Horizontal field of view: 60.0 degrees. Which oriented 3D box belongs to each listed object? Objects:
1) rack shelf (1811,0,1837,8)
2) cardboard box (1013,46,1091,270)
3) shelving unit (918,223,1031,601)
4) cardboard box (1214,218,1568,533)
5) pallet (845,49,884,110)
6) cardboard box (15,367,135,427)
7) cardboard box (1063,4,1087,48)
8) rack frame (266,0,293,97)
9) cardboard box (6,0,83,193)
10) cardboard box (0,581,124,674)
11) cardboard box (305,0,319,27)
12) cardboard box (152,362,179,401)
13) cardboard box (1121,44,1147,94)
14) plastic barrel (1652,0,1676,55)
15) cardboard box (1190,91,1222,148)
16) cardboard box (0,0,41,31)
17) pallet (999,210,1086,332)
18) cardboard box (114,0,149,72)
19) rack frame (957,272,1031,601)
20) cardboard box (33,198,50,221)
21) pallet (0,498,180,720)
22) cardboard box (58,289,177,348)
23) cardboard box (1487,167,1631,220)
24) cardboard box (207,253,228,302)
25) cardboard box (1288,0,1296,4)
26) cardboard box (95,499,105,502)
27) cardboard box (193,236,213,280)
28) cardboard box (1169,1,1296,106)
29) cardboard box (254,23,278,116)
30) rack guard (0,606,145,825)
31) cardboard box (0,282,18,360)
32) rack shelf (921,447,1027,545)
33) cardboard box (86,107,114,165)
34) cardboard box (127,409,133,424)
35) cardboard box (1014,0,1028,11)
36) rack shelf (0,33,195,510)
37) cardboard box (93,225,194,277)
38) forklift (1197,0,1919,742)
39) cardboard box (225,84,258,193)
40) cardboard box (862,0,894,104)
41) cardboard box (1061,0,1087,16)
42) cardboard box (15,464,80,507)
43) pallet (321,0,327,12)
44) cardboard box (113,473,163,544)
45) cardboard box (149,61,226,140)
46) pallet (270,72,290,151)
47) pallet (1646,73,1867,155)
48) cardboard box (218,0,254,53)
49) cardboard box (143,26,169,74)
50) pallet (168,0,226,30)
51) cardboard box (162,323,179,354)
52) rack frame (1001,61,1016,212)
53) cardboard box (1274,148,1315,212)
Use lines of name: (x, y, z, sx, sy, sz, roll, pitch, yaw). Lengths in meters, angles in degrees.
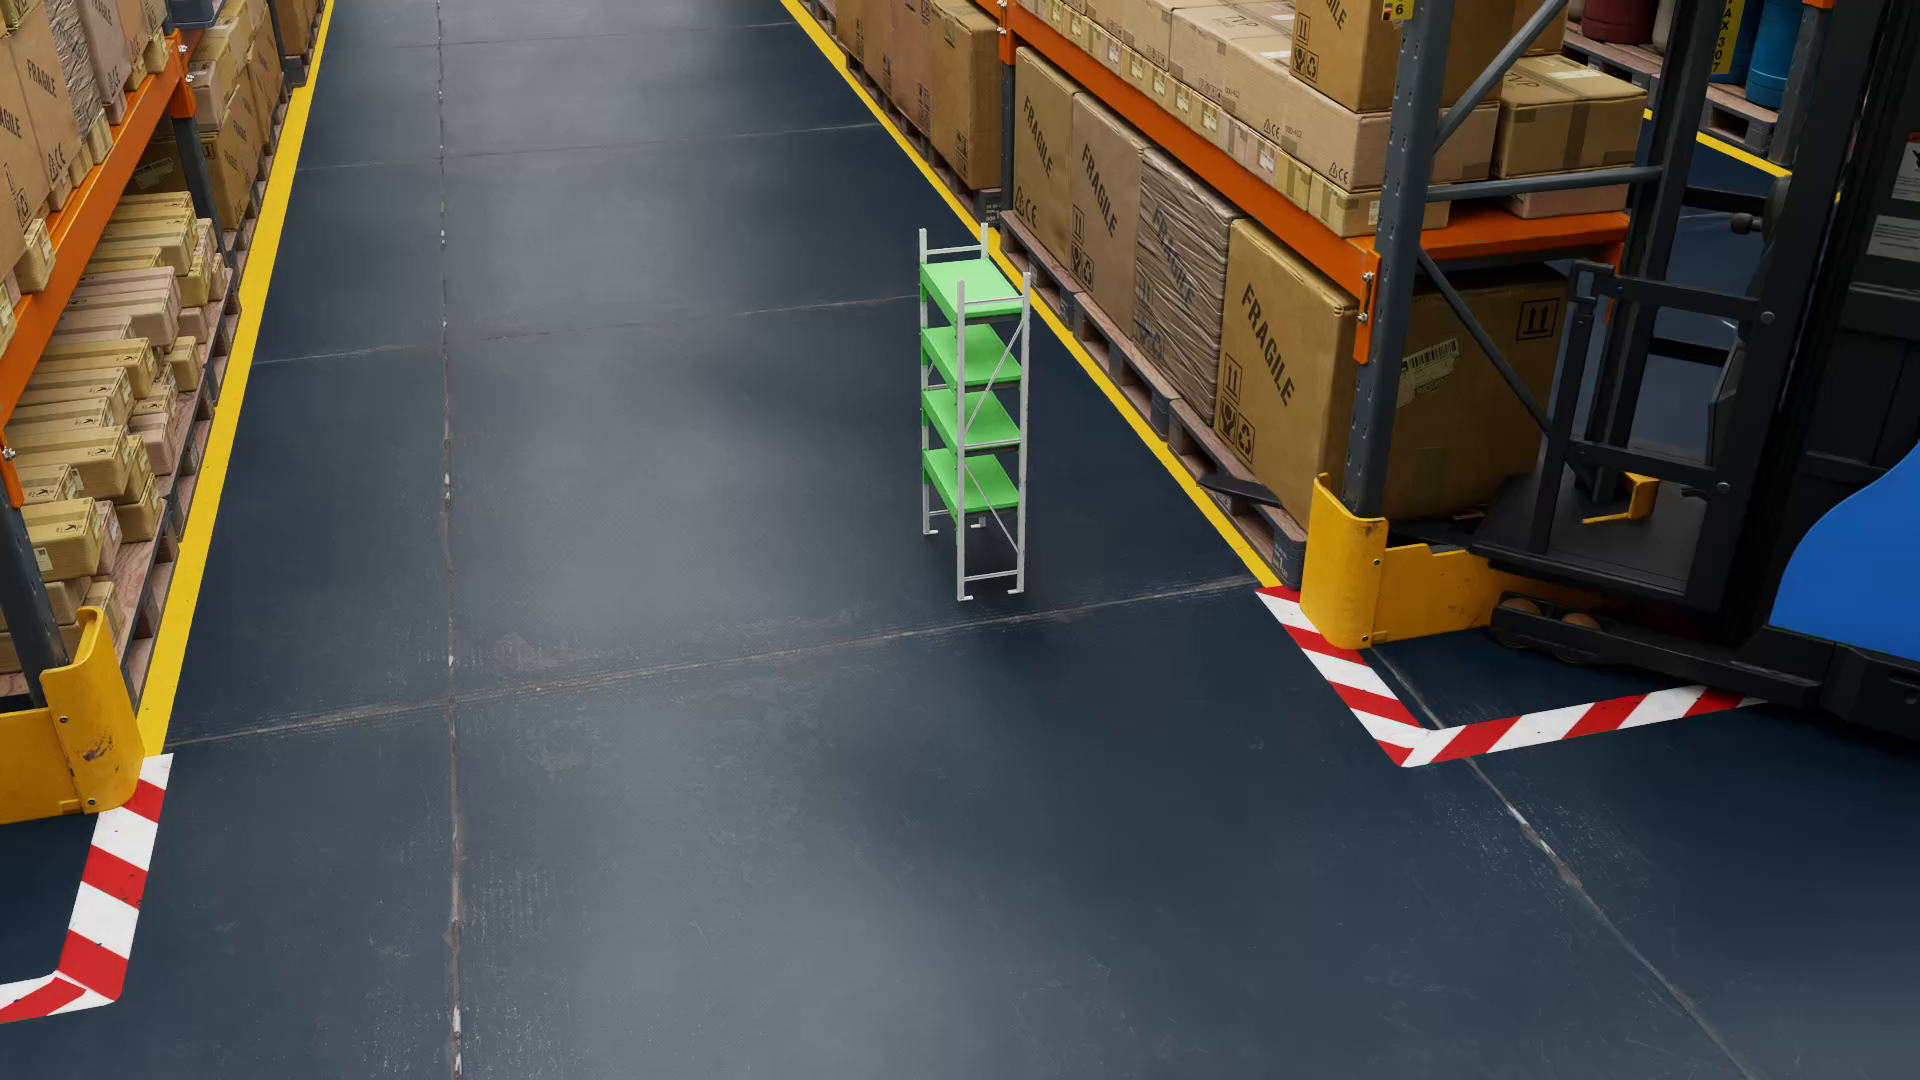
rack shelf: (6.025, -2.405, 8.128, 1.077, 0.370, 4.000, -8, 31, -13)
cardboard box: (0.817, -1.956, 8.337, 0.875, 0.875, 0.875, -8, 31, -13)
shelving unit: (0.044, -0.439, 5.811, 0.258, 1.200, 0.503, -8, 31, -13)
cardboard box: (1.534, -0.652, 6.084, 0.875, 0.875, 0.875, -8, 31, -13)
pallet: (-0.206, -3.358, 11.840, 1.003, 0.211, 1.213, -8, 31, -13)
cardboard box: (-3.182, -0.484, 5.925, 0.380, 0.149, 0.250, -7, 31, -11)
cardboard box: (0.688, -2.347, 7.561, 0.380, 0.149, 0.250, -9, 31, -15)
rack frame: (-5.152, -4.345, 10.762, 1.000, 3.000, 0.127, -8, 31, -13)
cardboard box: (-3.166, -1.400, 5.277, 0.500, 0.500, 0.500, -7, 31, -13)
cardboard box: (-2.859, 0.276, 5.206, 0.380, 0.149, 0.250, -7, 31, -12)
cardboard box: (-5.462, -4.281, 12.478, 1.050, 0.750, 0.750, -7, 31, -13)
cardboard box: (-3.378, -0.582, 6.687, 0.380, 0.149, 0.250, -7, 31, -12)
cardboard box: (0.892, -1.975, 6.918, 0.380, 0.149, 0.250, -9, 31, -15)
plastic barrel: (5.115, -3.679, 11.675, 0.421, 0.512, 0.421, 0, 30, 0)
cardboard box: (1.096, -1.604, 6.278, 0.380, 0.149, 0.250, -9, 31, -14)
cardboard box: (-3.148, -1.835, 5.031, 0.500, 0.500, 0.500, -9, 31, -14)
pallet: (0.845, -1.439, 8.525, 1.003, 0.211, 1.213, -8, 31, -13)
cardboard box: (-3.553, -2.138, 6.552, 0.500, 0.500, 0.500, -9, 31, -15)
rack frame: (0.109, -0.321, 5.608, 0.240, 1.200, 0.015, -8, 31, -13)
cardboard box: (-3.175, -1.068, 5.351, 0.380, 0.149, 0.250, -8, 31, -14)
pallet: (-3.230, 0.292, 5.534, 1.003, 0.211, 1.213, -8, 31, -13)
cardboard box: (-3.328, -0.861, 6.575, 0.380, 0.149, 0.250, -9, 31, -15)
cardboard box: (2.005, -1.198, 5.576, 0.380, 0.149, 0.250, -8, 31, -13)
cardboard box: (-3.657, -1.216, 7.784, 0.380, 0.149, 0.250, -7, 31, -13)
cardboard box: (1.496, -2.168, 6.853, 0.500, 0.250, 0.500, -8, 31, -14)
cardboard box: (-3.088, -0.091, 5.542, 0.380, 0.149, 0.250, -7, 31, -13)
cardboard box: (-3.616, -1.250, 7.546, 0.380, 0.149, 0.250, -9, 31, -16)
cardboard box: (1.127, -1.845, 6.296, 0.500, 0.250, 0.500, -9, 31, -15)
cardboard box: (-4.591, -2.910, 10.360, 0.500, 0.500, 0.500, -7, 31, -11)
rack guard: (-3.048, 0.564, 4.776, 1.175, 0.500, 0.348, -8, 31, -13)
cardboard box: (-2.798, -0.572, 4.495, 0.380, 0.149, 0.250, -8, 31, -14)
rack shelf: (0.044, -0.176, 5.964, 0.258, 0.148, 0.480, -8, 31, -13)
cardboard box: (-3.304, -1.452, 6.014, 0.380, 0.149, 0.250, -7, 31, -12)
cardboard box: (-3.326, -0.470, 6.198, 0.380, 0.149, 0.250, -6, 31, -11)
cardboard box: (0.477, -2.728, 8.219, 0.380, 0.149, 0.250, -8, 31, -13)
rack shelf: (-3.559, -1.135, 5.935, 1.077, 0.370, 4.000, -8, 31, -13)
cardboard box: (-3.566, -1.243, 7.237, 0.380, 0.149, 0.250, -8, 31, -14)
forklift: (2.365, -1.069, 5.171, 3.031, 2.935, 1.130, 16, 34, 25)
cardboard box: (-4.172, -2.160, 9.064, 0.500, 0.500, 0.500, -6, 31, -11)
cardboard box: (0.049, -3.450, 10.918, 1.225, 0.875, 0.875, -8, 31, -13)
cardboard box: (0.718, -2.585, 7.574, 0.500, 0.250, 0.500, -8, 31, -14)
cardboard box: (-3.029, -0.102, 5.264, 0.380, 0.149, 0.250, -7, 31, -12)
pallet: (-5.936, -4.707, 14.171, 1.003, 0.211, 1.213, -8, 31, -13)
cardboard box: (-3.042, -0.097, 5.850, 0.380, 0.149, 0.250, -7, 31, -13)
cardboard box: (-4.031, -2.229, 8.434, 0.500, 0.250, 0.500, -9, 31, -15)
pallet: (-4.946, -2.760, 10.808, 1.003, 0.211, 1.213, -8, 31, -13)
pallet: (5.330, -2.853, 10.969, 1.003, 0.211, 1.213, -8, 31, -13)
cardboard box: (-4.453, -2.984, 9.738, 0.500, 0.250, 0.500, -7, 31, -12)
cardboard box: (-3.615, -2.087, 7.112, 0.380, 0.149, 0.250, -9, 31, -15)
pallet: (-4.153, -2.718, 8.143, 1.003, 0.211, 1.213, -8, 31, -13)
cardboard box: (-3.469, -0.869, 6.886, 0.380, 0.149, 0.250, -7, 31, -12)
rack frame: (0.719, -3.023, 8.479, 1.000, 3.000, 0.127, -8, 31, -13)
cardboard box: (1.298, -1.236, 5.642, 0.380, 0.149, 0.250, -8, 31, -13)
